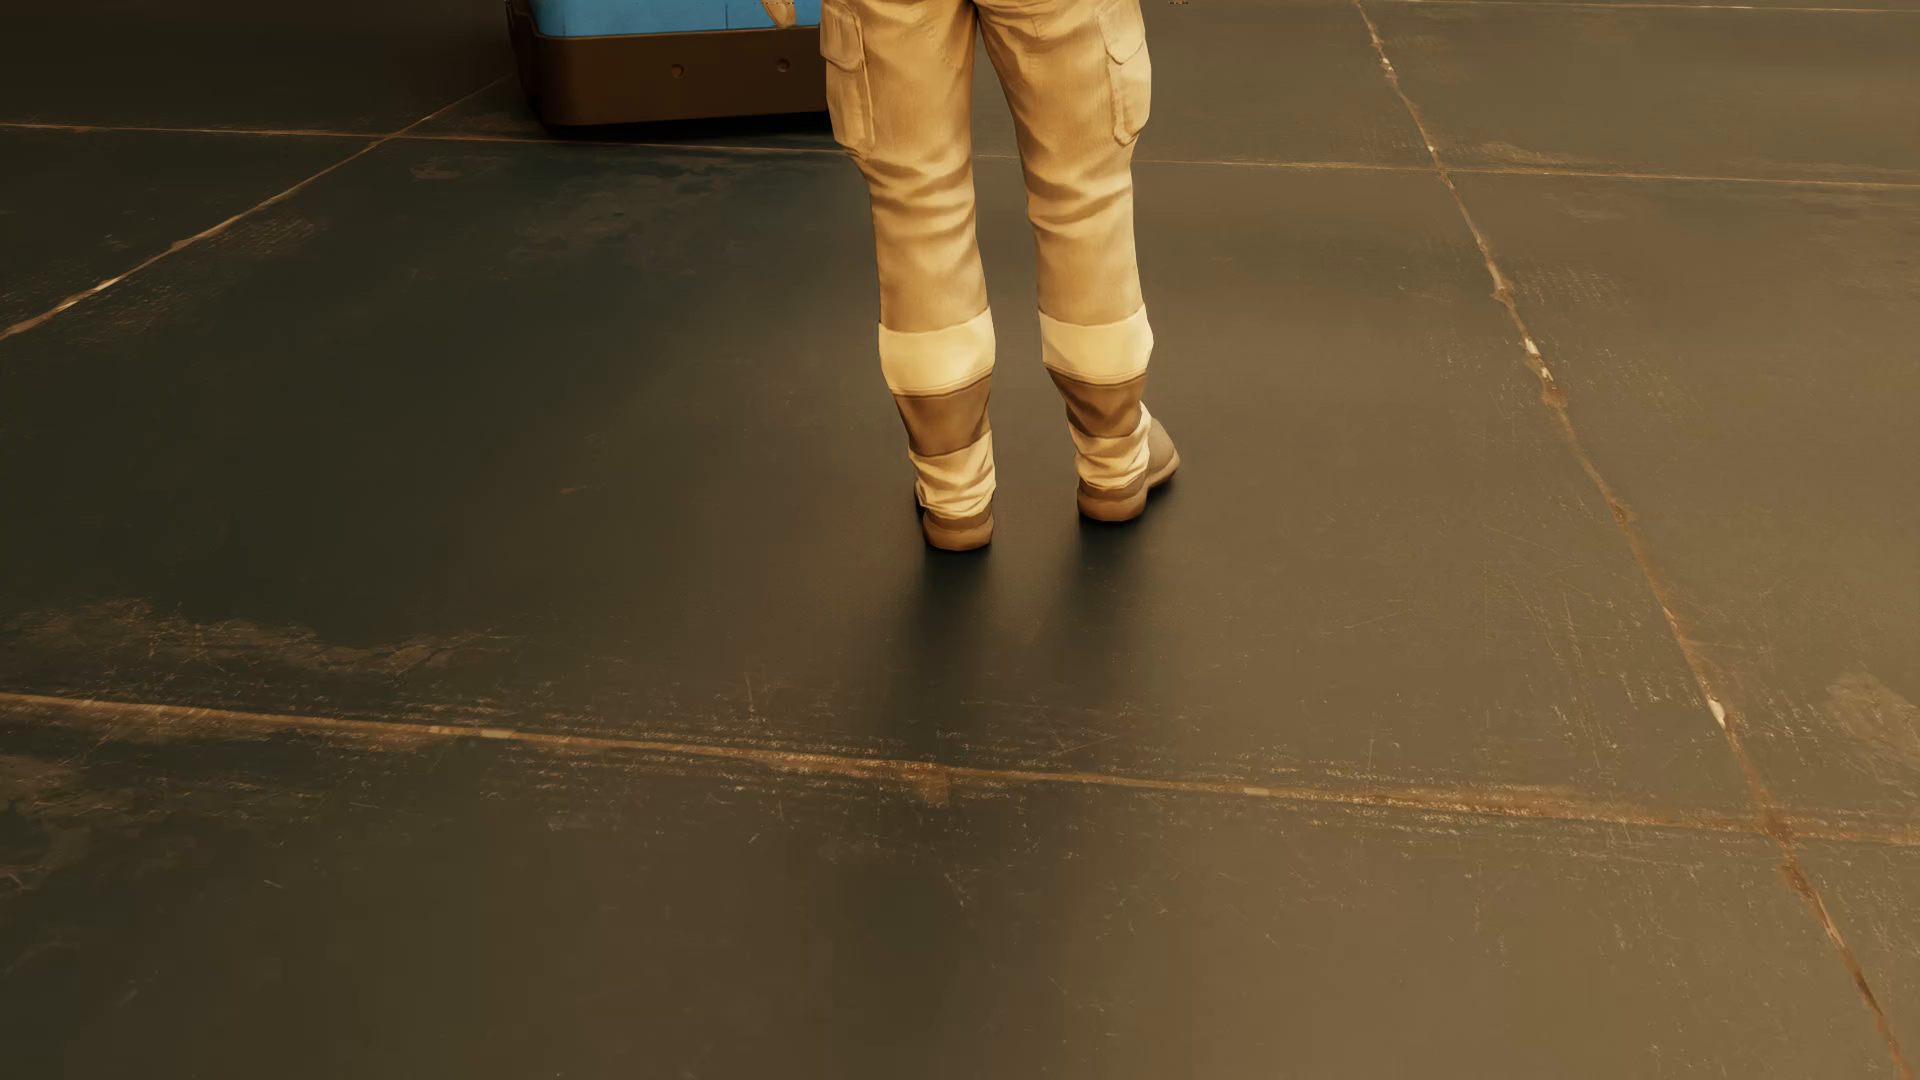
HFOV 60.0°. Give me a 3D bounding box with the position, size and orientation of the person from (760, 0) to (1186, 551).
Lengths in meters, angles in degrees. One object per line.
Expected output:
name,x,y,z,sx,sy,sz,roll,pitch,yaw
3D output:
person,0.021,-0.842,2.168,0.638,1.789,0.562,3,27,7

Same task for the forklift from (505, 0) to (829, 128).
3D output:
forklift,-1.064,-3.112,5.455,1.130,2.935,3.031,-7,27,-14
